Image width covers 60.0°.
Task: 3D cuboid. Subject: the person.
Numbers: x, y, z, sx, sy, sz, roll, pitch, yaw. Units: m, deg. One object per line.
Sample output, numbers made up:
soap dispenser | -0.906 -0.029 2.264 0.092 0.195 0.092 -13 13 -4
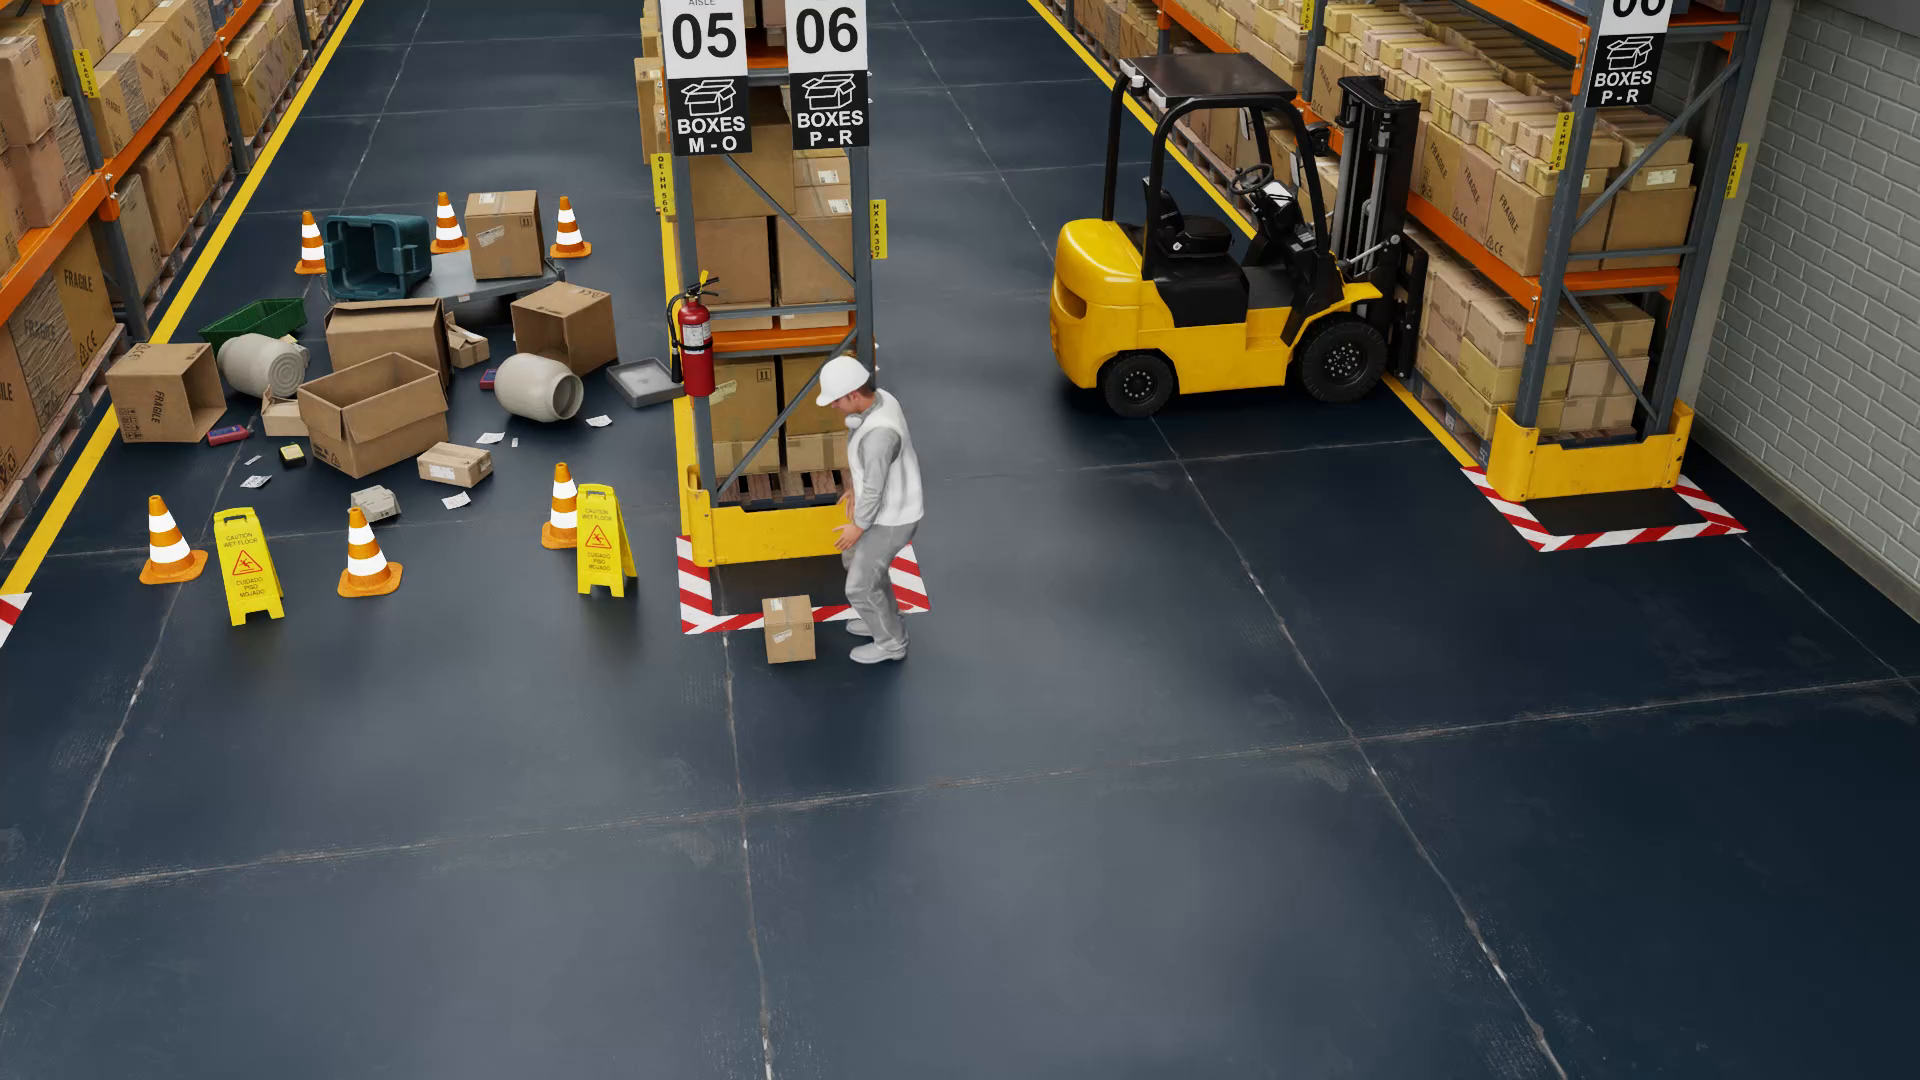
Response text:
person | -0.443 -0.153 8.459 0.516 1.695 0.567 -2 31 -3
